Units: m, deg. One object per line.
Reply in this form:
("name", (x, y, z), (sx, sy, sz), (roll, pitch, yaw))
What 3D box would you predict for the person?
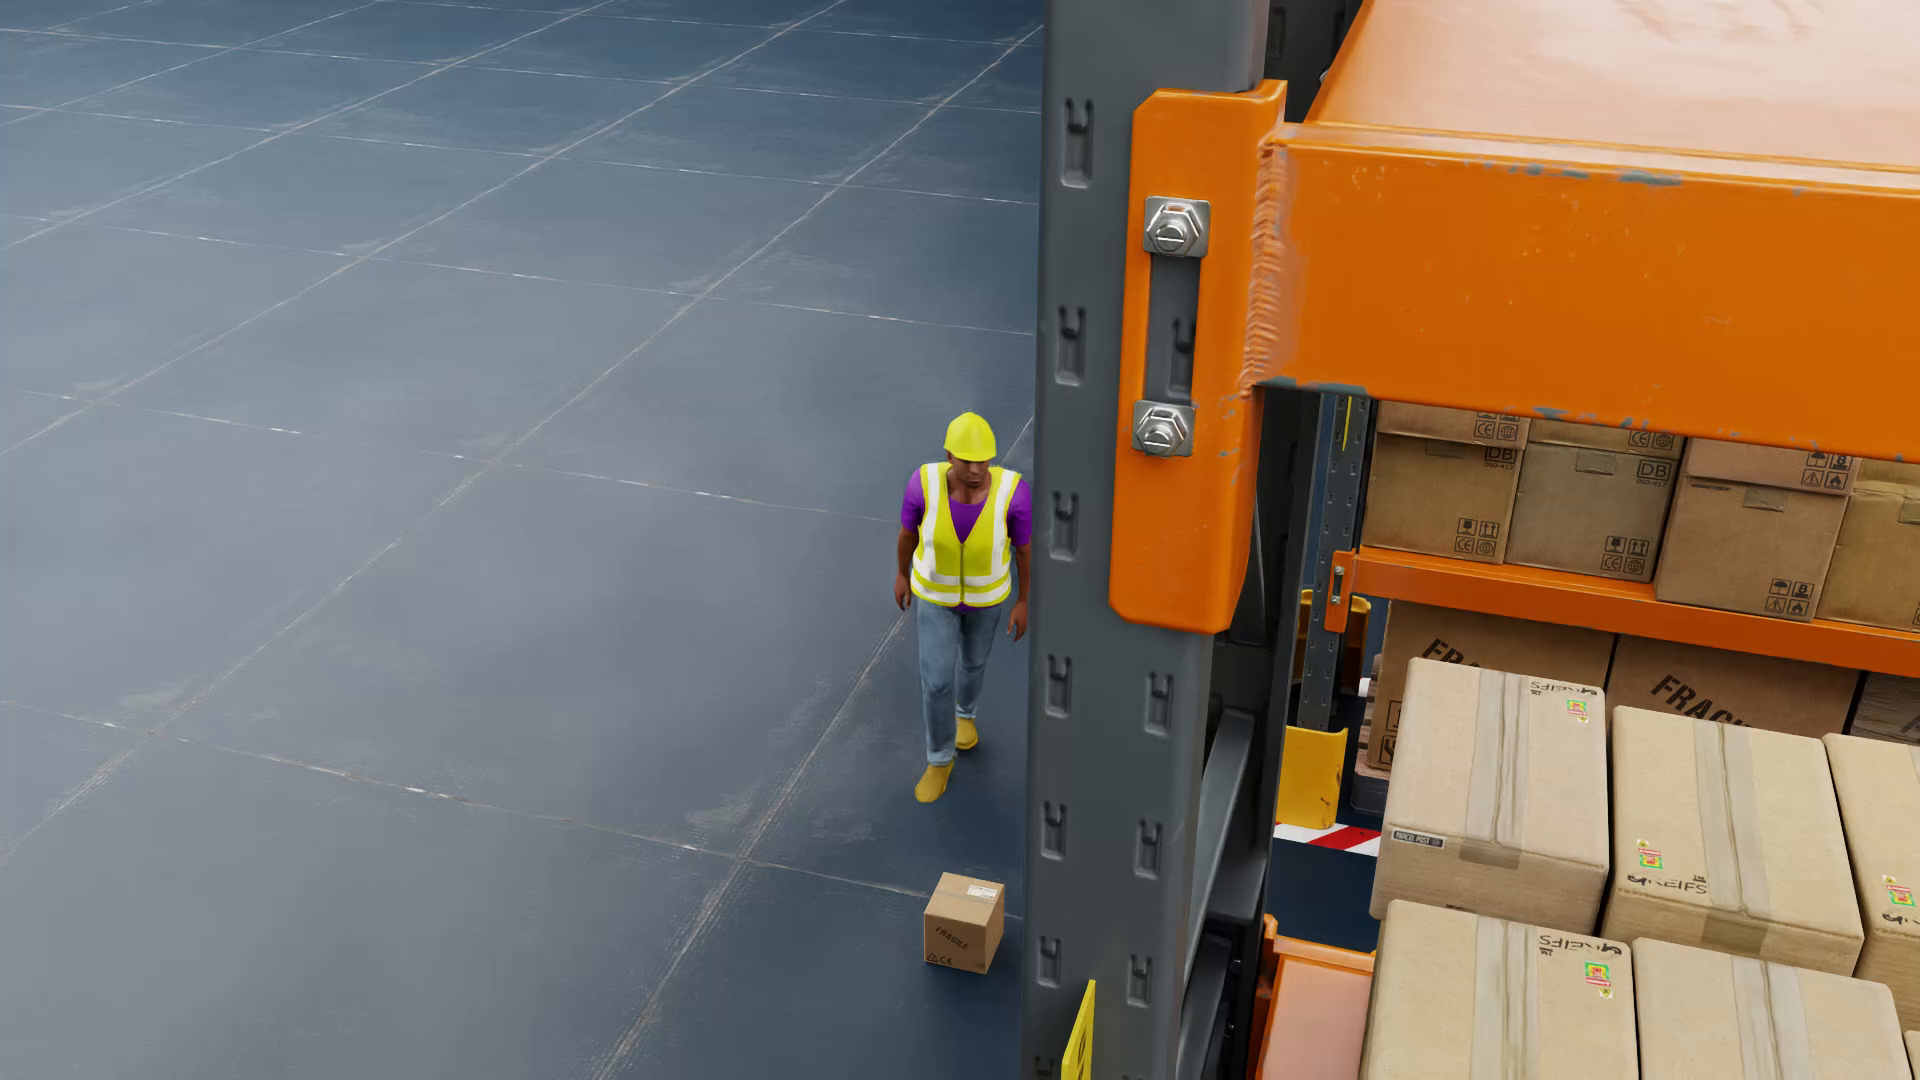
("person", (0.019, 0.243, 7.191), (0.606, 1.795, 0.641), (-2, 29, -3))
